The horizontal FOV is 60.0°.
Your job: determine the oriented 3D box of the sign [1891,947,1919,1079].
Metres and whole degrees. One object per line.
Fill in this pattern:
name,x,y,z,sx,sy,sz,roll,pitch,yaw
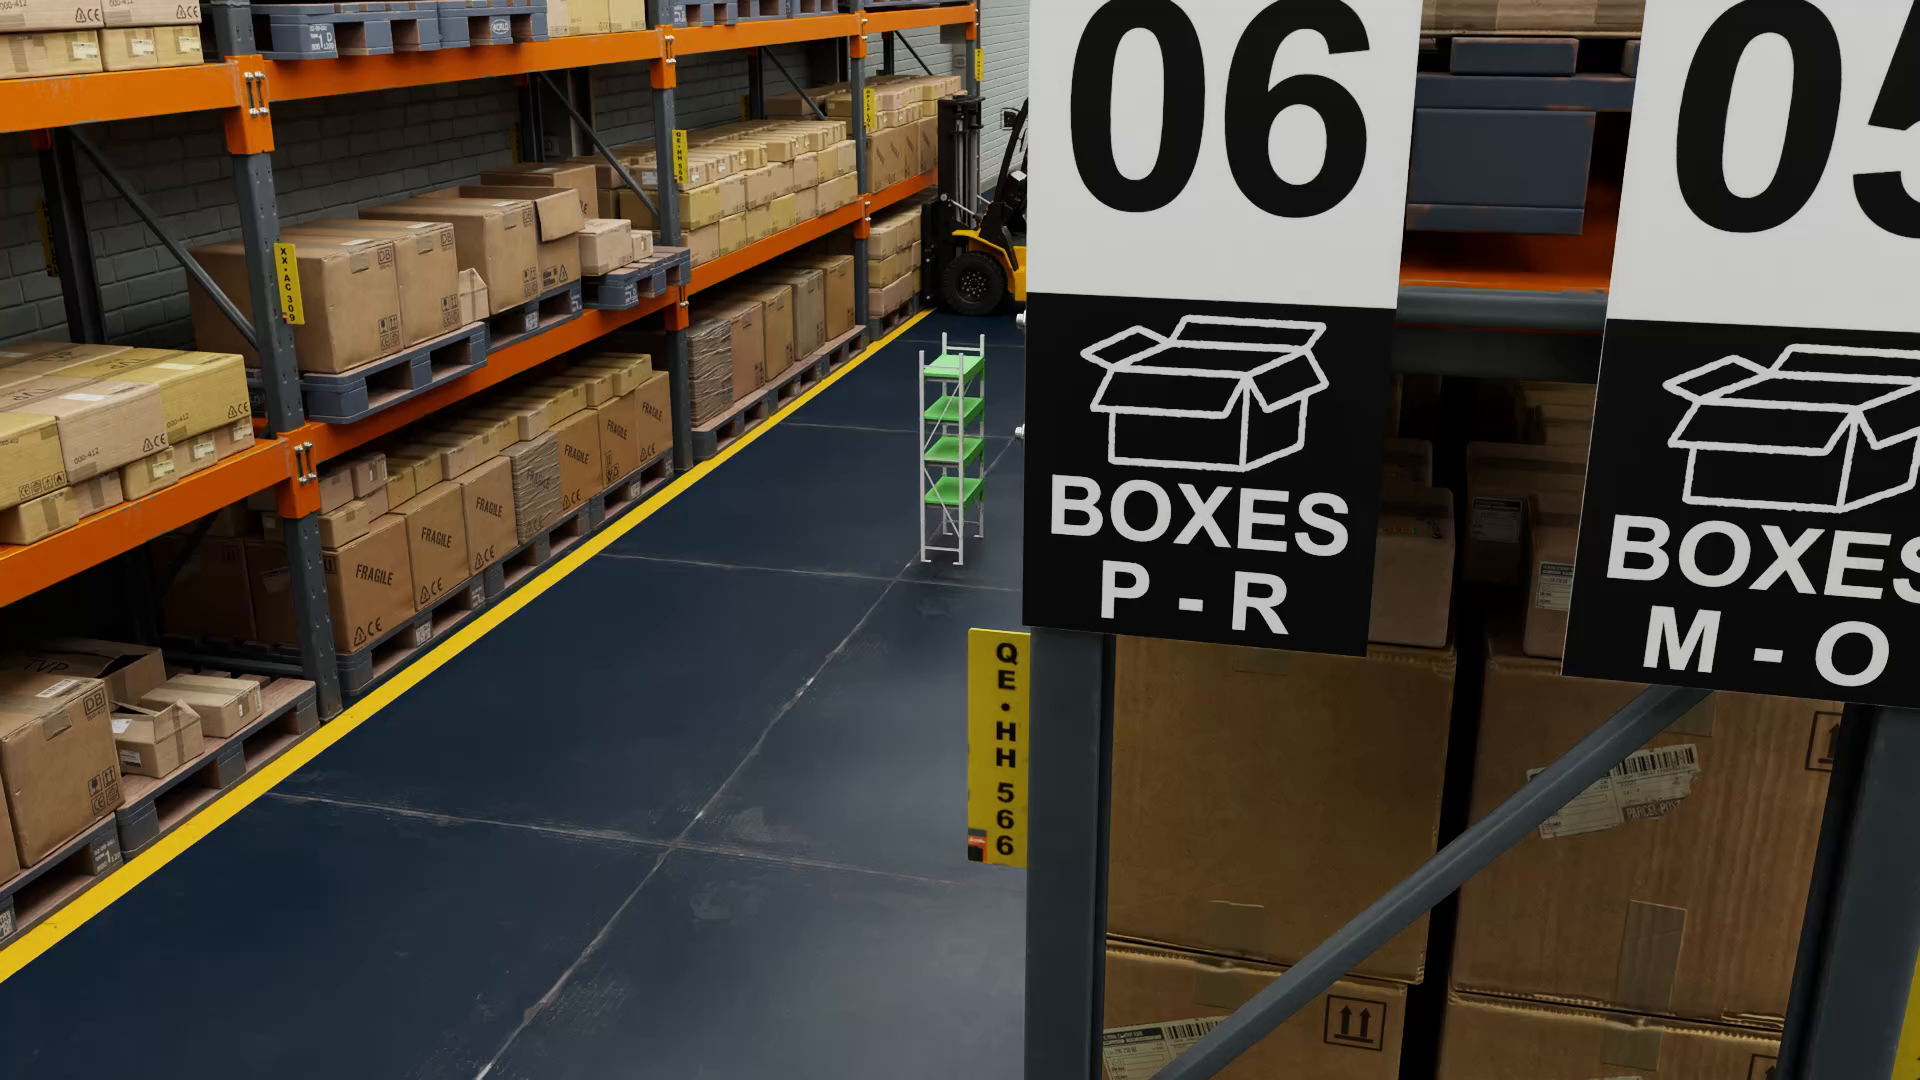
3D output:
sign,1.119,0.574,1.906,0.100,0.325,0.005,5,19,13

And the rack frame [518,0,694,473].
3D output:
rack frame,-2.278,-1.923,10.678,1.000,3.000,0.127,5,19,13

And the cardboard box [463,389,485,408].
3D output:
cardboard box,-2.955,-0.778,9.540,0.380,0.149,0.250,4,19,12

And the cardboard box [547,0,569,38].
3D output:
cardboard box,-2.412,-2.777,8.770,0.500,0.250,0.500,5,19,13

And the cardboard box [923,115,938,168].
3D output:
cardboard box,-0.449,-3.981,16.546,0.500,0.500,0.500,4,19,12

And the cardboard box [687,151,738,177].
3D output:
cardboard box,-1.761,-2.604,11.511,0.380,0.149,0.250,5,19,14

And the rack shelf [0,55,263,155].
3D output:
rack shelf,-3.744,-1.122,4.803,1.077,0.370,4.000,5,19,13

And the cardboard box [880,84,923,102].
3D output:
cardboard box,-0.575,-4.316,16.064,0.380,0.149,0.250,5,19,14

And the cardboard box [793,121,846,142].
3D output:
cardboard box,-1.168,-3.407,13.863,0.380,0.149,0.250,5,20,15

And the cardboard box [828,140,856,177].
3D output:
cardboard box,-1.172,-3.169,13.782,0.500,0.250,0.500,4,19,12

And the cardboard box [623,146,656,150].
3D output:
cardboard box,-2.185,-2.721,11.855,0.380,0.149,0.250,5,19,13

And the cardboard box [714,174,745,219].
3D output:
cardboard box,-1.809,-2.366,11.431,0.500,0.250,0.500,5,20,15

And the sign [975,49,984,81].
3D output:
sign,0.200,-5.044,17.655,0.100,0.325,0.005,5,19,13

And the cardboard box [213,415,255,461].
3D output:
cardboard box,-3.088,-0.431,6.697,0.380,0.149,0.250,5,19,14

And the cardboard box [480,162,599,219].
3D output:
cardboard box,-2.555,-2.020,10.158,0.500,0.500,0.500,6,20,16

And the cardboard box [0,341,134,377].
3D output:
cardboard box,-3.638,-0.605,6.591,0.500,0.250,0.500,4,19,13

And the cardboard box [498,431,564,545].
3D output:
cardboard box,-2.539,-0.305,9.158,0.500,0.500,0.500,4,19,11

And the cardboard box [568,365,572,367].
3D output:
cardboard box,-2.652,-0.829,10.692,0.500,0.500,0.500,5,20,15

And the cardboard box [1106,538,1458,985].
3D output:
cardboard box,0.469,0.285,2.512,0.500,0.500,0.500,5,20,15

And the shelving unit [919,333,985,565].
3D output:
shelving unit,-0.040,-0.516,9.342,0.258,1.200,0.503,5,19,13

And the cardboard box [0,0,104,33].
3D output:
cardboard box,-3.247,-1.824,5.519,0.500,0.250,0.500,4,19,12

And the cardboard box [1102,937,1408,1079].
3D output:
cardboard box,0.443,0.756,2.680,0.500,0.500,0.500,5,19,14

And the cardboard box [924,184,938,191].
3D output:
cardboard box,-0.133,-3.633,17.739,0.500,0.250,0.500,5,20,15

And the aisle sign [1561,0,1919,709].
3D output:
aisle sign,0.846,-0.210,1.639,0.394,0.787,0.004,5,19,13

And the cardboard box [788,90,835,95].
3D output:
cardboard box,-1.362,-4.039,15.253,0.380,0.149,0.250,4,19,12

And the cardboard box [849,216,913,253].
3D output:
cardboard box,-0.743,-2.834,15.402,0.500,0.250,0.500,5,19,13

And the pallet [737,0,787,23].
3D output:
pallet,-1.928,-3.824,11.894,1.003,0.211,1.213,6,20,16

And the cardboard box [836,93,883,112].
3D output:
cardboard box,-0.905,-3.918,14.900,0.380,0.149,0.250,4,19,12

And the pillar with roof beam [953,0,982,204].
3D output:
pillar with roof beam,4.273,-8.663,21.129,9.100,9.000,0.400,5,19,13

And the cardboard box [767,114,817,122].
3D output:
cardboard box,-1.471,-3.652,14.582,0.380,0.149,0.250,5,19,13

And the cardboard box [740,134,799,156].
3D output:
cardboard box,-1.452,-3.004,12.683,0.380,0.149,0.250,5,19,14

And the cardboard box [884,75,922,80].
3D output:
cardboard box,-0.612,-4.837,17.591,0.380,0.149,0.250,4,19,12

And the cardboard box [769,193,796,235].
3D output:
cardboard box,-1.557,-2.454,12.463,0.500,0.250,0.500,5,20,15

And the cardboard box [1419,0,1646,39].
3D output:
cardboard box,0.605,-0.768,2.082,0.500,0.250,0.500,3,19,8

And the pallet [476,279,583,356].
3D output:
pallet,-2.748,-1.223,8.923,1.003,0.211,1.213,5,19,13

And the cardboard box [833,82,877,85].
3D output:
cardboard box,-1.034,-4.439,16.424,0.380,0.149,0.250,4,19,12

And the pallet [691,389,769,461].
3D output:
pallet,-2.039,-0.859,11.875,1.003,0.211,1.213,5,19,13

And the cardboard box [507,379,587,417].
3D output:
cardboard box,-2.405,-0.825,9.677,0.380,0.149,0.250,5,20,15

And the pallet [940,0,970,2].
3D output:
pallet,-0.521,-5.589,16.906,1.003,0.211,1.213,5,19,13

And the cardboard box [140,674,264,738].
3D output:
cardboard box,-3.106,0.679,6.821,0.380,0.149,0.250,4,19,12

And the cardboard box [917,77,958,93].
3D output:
cardboard box,-0.236,-4.717,17.239,0.380,0.149,0.250,5,19,13

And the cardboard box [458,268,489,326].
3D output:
cardboard box,-2.543,-1.210,8.147,0.396,0.266,0.258,6,20,16

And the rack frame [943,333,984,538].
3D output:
rack frame,0.019,-0.592,9.566,0.240,1.200,0.015,5,19,13

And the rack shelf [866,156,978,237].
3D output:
rack shelf,-0.812,-3.463,16.300,1.077,0.370,4.000,5,19,13

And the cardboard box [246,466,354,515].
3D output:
cardboard box,-2.968,-0.229,7.472,0.380,0.149,0.250,4,19,12

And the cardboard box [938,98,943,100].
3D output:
cardboard box,-0.384,-4.331,16.569,0.380,0.149,0.250,4,19,12

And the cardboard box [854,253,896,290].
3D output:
cardboard box,-0.883,-2.438,15.017,0.500,0.250,0.500,5,19,13

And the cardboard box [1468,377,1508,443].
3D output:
cardboard box,1.167,-0.272,3.139,0.380,0.149,0.250,5,19,14

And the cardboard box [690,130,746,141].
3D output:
cardboard box,-1.900,-3.122,13.030,0.380,0.149,0.250,5,19,13

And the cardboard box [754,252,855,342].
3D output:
cardboard box,-1.417,-2.088,14.183,0.875,0.625,0.625,6,20,16

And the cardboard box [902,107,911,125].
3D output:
cardboard box,-0.671,-3.929,15.392,0.380,0.149,0.250,4,19,13

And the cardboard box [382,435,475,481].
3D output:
cardboard box,-2.714,-0.420,8.492,0.380,0.149,0.250,5,19,13
